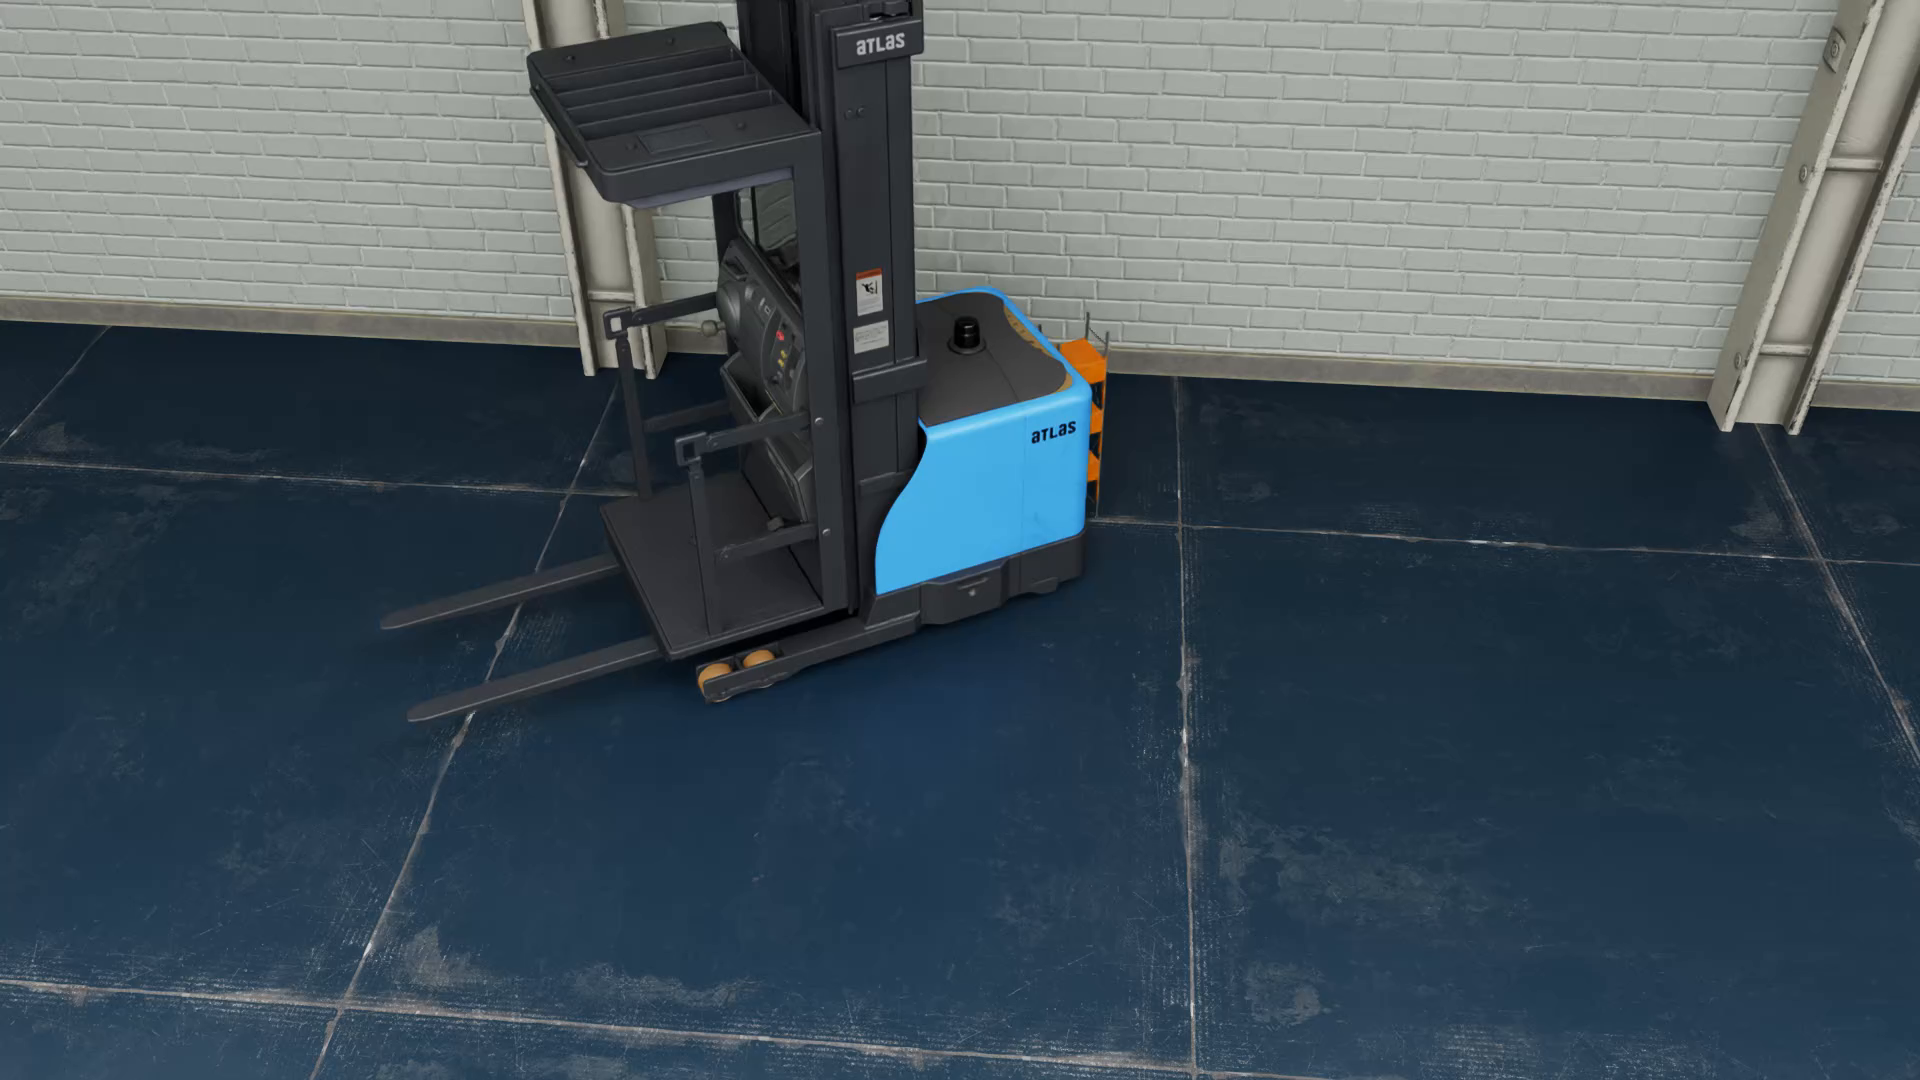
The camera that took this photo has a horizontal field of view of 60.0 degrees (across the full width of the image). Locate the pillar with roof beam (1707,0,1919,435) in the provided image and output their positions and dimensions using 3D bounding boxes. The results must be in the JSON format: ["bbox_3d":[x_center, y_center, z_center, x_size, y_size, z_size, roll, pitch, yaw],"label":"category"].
[{"bbox_3d":[3.780,-1.434,2.553,0.400,9.000,9.100,3,39,4],"label":"pillar with roof beam"}]

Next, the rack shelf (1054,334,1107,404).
[{"bbox_3d":[0.508,-0.751,7.578,0.240,0.259,0.215,-16,42,-19],"label":"rack shelf"}]

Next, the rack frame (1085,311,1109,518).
[{"bbox_3d":[0.619,-0.571,7.791,0.008,1.050,0.200,-16,42,-19],"label":"rack frame"}]

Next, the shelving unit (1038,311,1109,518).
[{"bbox_3d":[0.508,-0.539,7.751,0.252,1.050,0.215,-16,42,-19],"label":"shelving unit"}]

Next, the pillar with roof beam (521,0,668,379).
[{"bbox_3d":[-2.198,-1.761,2.955,0.400,9.000,9.100,3,39,4],"label":"pillar with roof beam"}]

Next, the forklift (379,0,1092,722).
[{"bbox_3d":[-0.982,-0.830,6.618,3.031,2.935,1.130,-16,42,-19],"label":"forklift"}]

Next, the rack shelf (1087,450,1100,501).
[{"bbox_3d":[0.508,-0.315,7.933,0.240,0.259,0.215,-16,42,-19],"label":"rack shelf"}]

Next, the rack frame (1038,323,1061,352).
[{"bbox_3d":[0.398,-0.506,7.711,0.008,1.050,0.200,-16,42,-19],"label":"rack frame"}]

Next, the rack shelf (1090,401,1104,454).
[{"bbox_3d":[0.508,-0.531,7.758,0.240,0.259,0.215,-16,42,-19],"label":"rack shelf"}]
